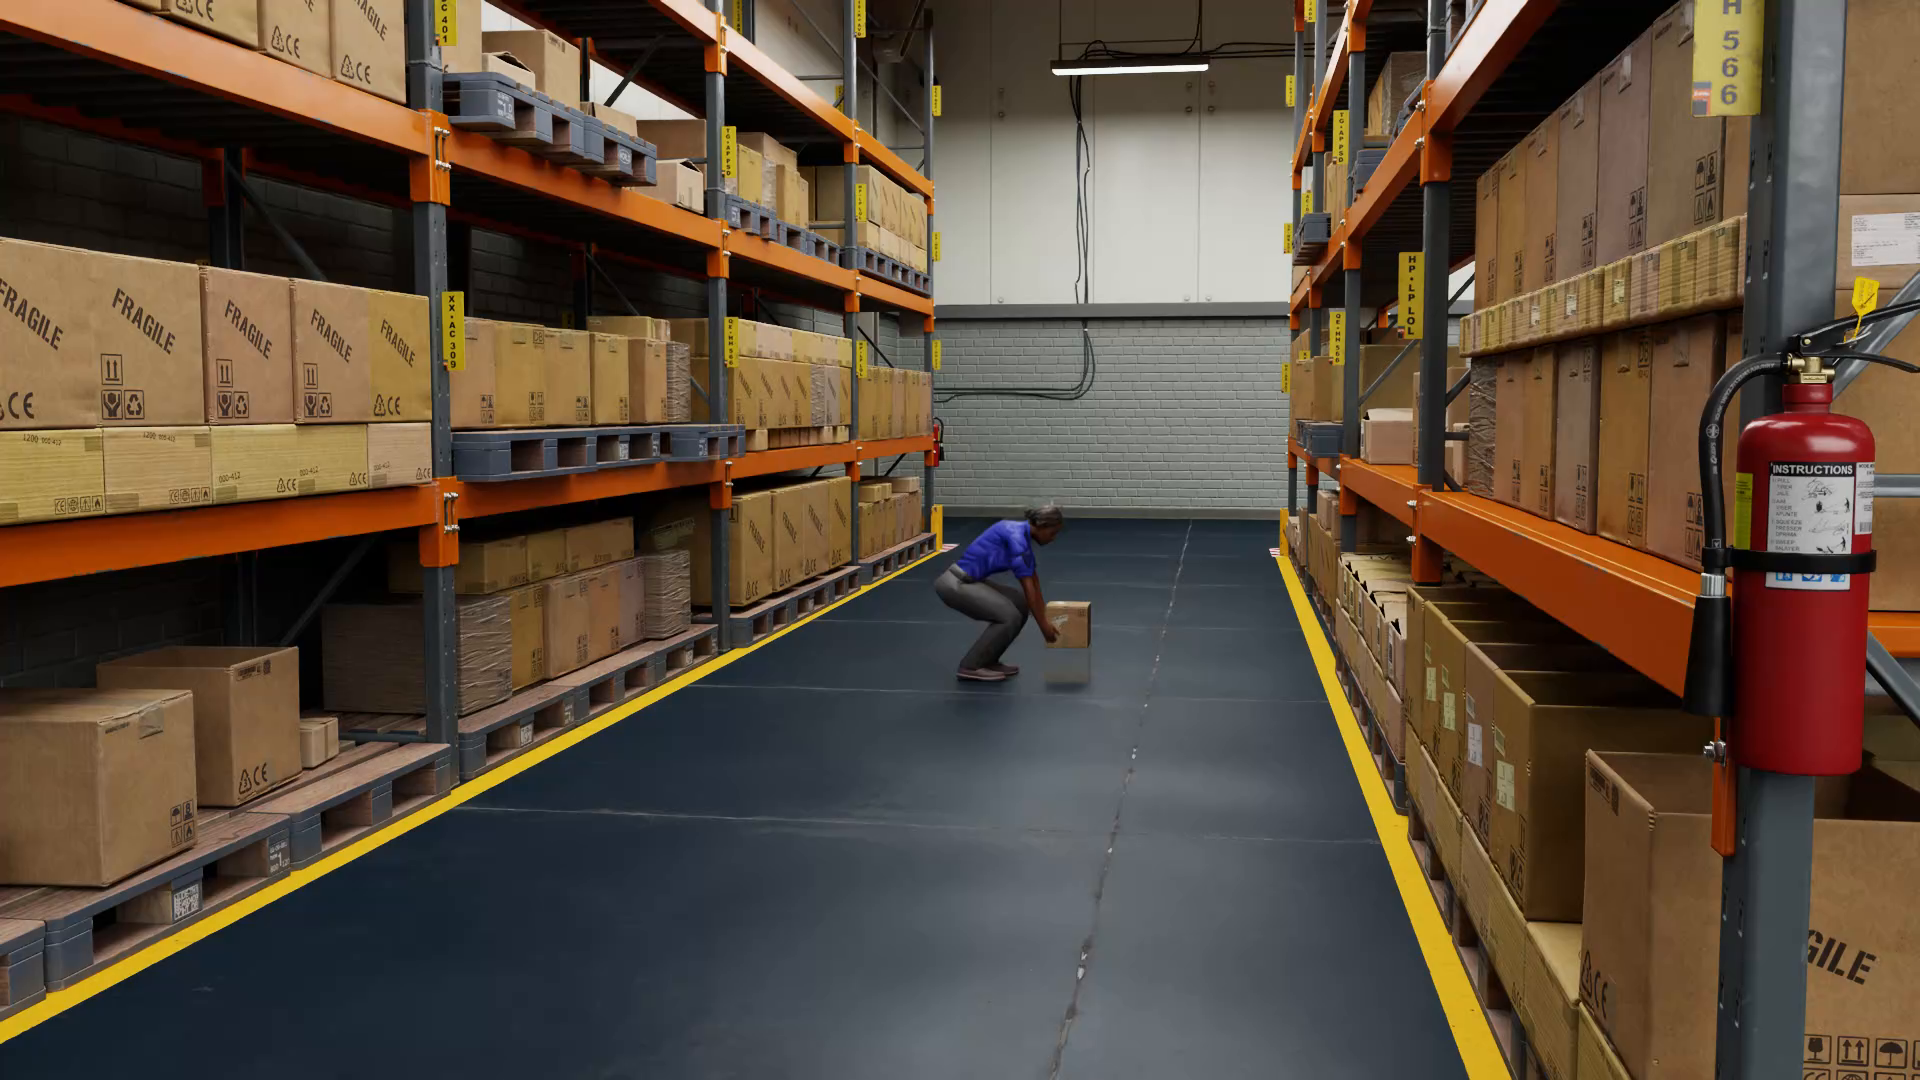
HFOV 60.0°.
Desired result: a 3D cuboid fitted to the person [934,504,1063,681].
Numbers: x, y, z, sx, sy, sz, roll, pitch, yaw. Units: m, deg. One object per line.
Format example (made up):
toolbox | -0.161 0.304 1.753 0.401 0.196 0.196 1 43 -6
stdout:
person | 0.240 0.307 9.981 0.764 1.045 0.491 1 5 9
